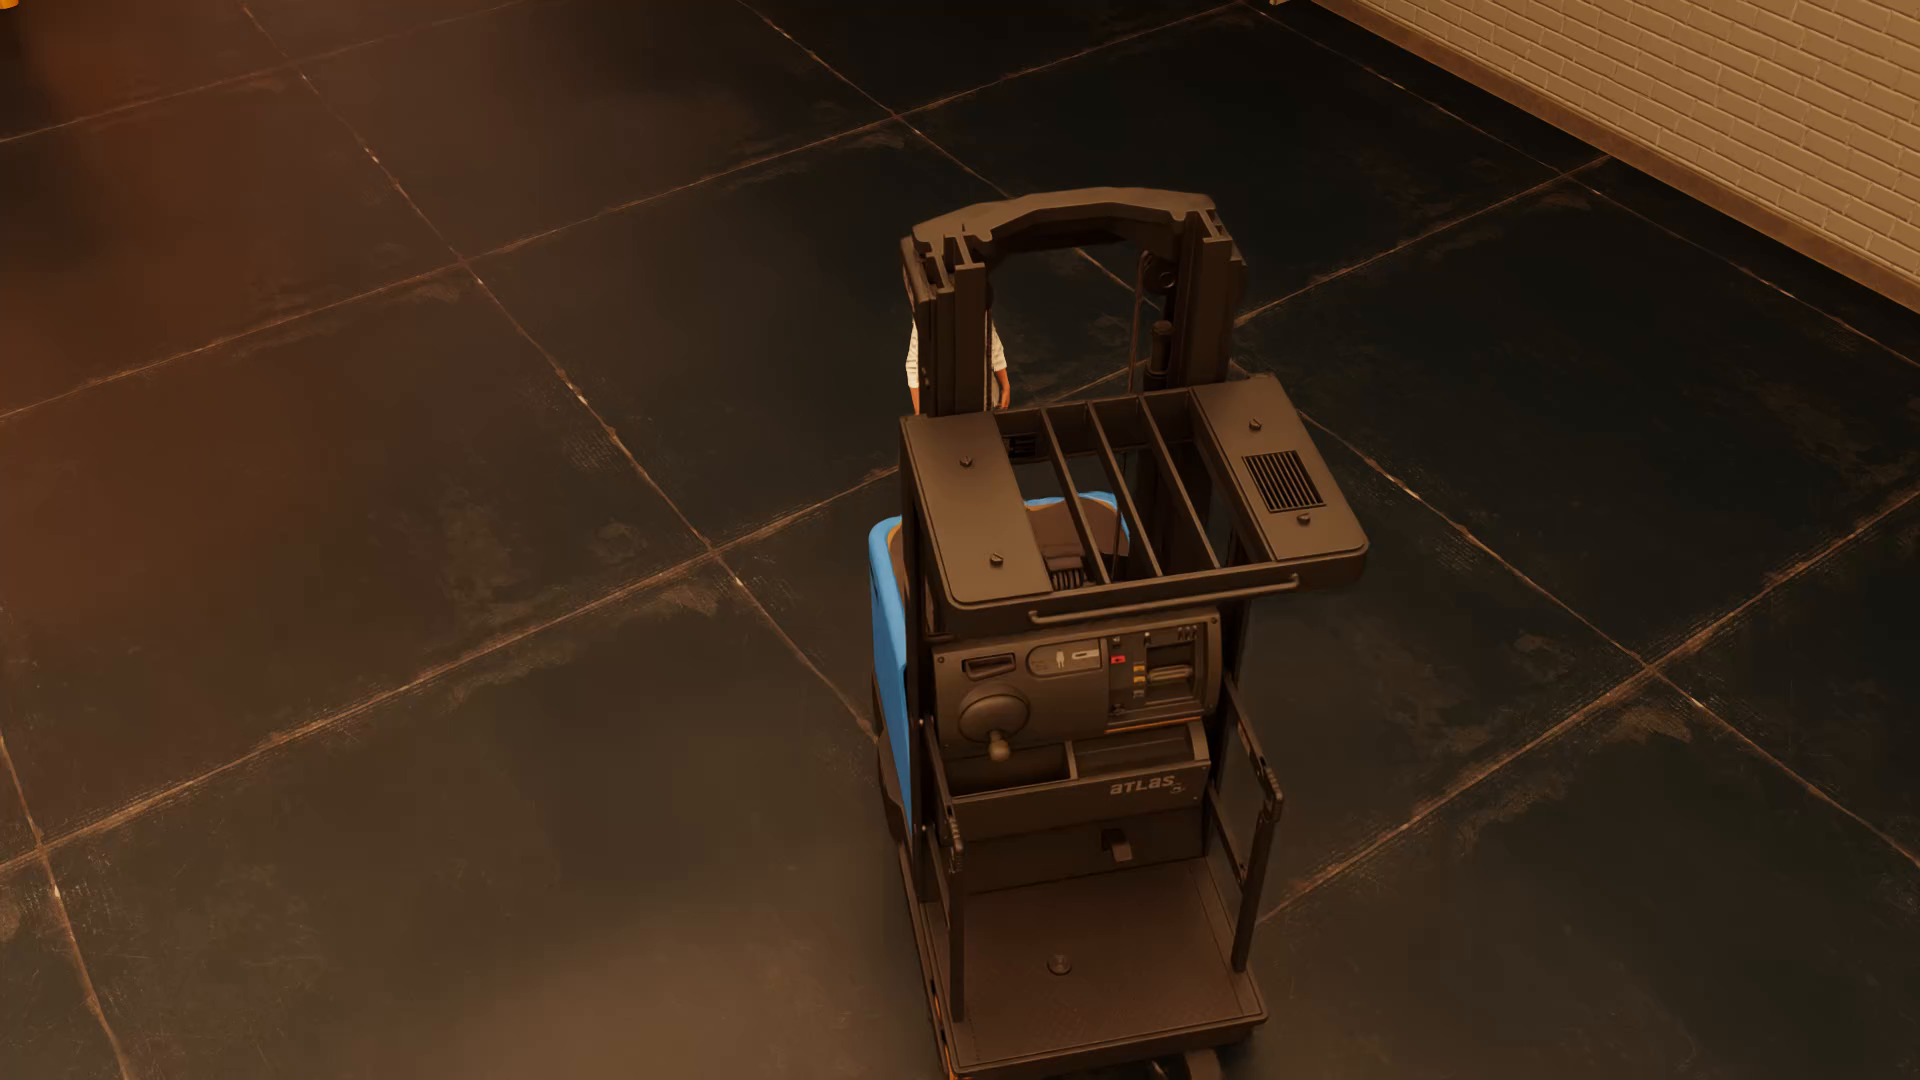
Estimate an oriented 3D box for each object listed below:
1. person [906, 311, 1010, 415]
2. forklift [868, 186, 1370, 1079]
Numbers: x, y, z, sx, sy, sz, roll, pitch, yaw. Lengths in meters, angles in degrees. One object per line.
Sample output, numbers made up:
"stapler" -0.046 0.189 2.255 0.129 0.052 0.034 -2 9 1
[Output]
"person" 0.031 -0.546 7.281 0.520 1.599 0.473 -25 48 -25
"forklift" 0.422 0.548 5.120 1.130 2.935 3.031 -8 43 -8
